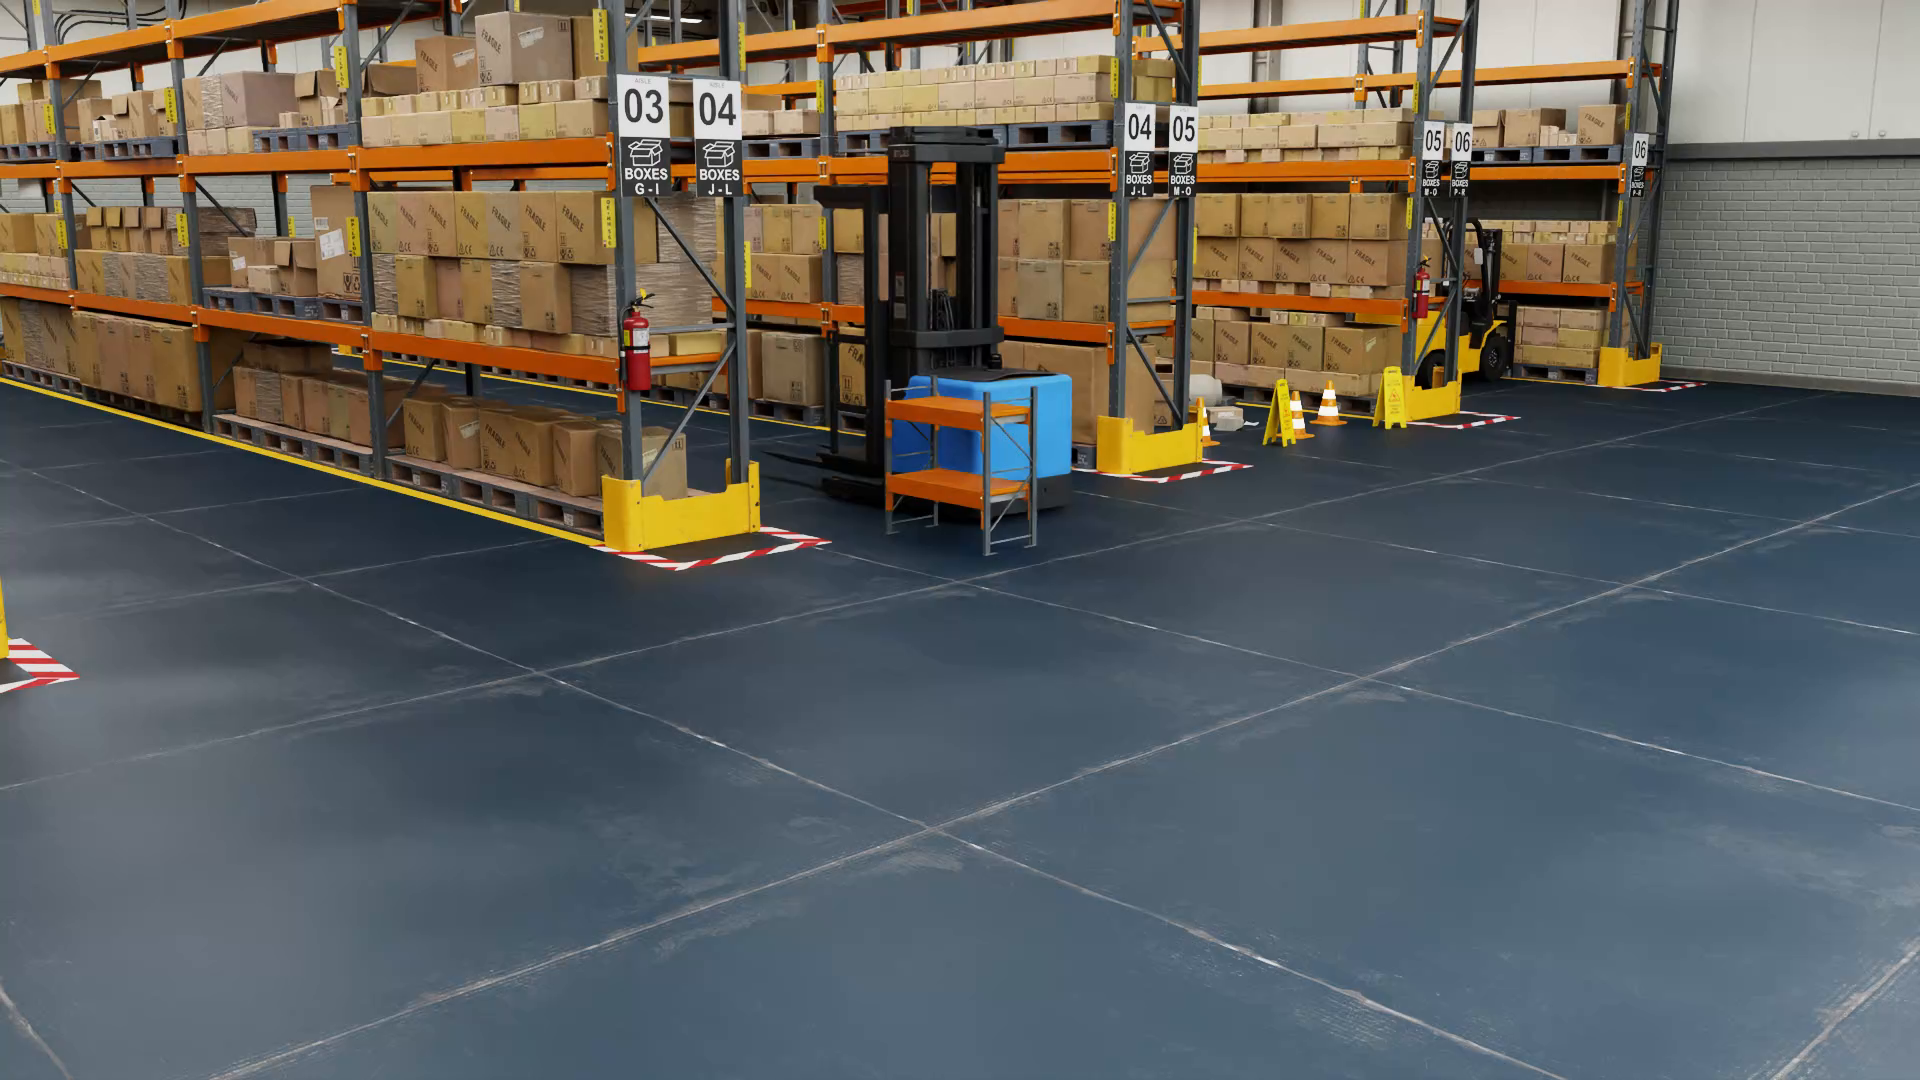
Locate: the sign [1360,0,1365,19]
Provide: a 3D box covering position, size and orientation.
[{"bbox_3d":[5.674,-7.489,23.448,0.100,0.325,0.005,-11,16,-43],"label":"sign"}]

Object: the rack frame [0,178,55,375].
[{"bbox_3d":[-12.984,-3.810,22.968,1.000,3.000,0.127,-11,16,-43],"label":"rack frame"}]

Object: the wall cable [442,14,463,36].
[{"bbox_3d":[-9.948,-8.920,32.905,0.463,3.000,0.029,-11,16,-43],"label":"wall cable"}]

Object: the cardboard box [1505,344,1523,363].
[{"bbox_3d":[7.592,-2.579,22.771,0.500,0.250,0.500,-11,16,-42],"label":"cardboard box"}]

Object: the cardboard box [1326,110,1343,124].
[{"bbox_3d":[4.308,-4.722,18.611,0.380,0.149,0.250,-11,16,-42],"label":"cardboard box"}]

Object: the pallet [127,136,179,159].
[{"bbox_3d":[-7.942,-4.105,17.438,1.213,0.211,1.003,-10,15,-40],"label":"pallet"}]

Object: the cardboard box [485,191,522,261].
[{"bbox_3d":[-3.186,-2.350,12.422,0.500,0.500,0.500,-11,16,-43],"label":"cardboard box"}]

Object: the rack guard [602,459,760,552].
[{"bbox_3d":[-1.987,-0.261,11.940,1.175,0.500,0.348,-11,16,-43],"label":"rack guard"}]

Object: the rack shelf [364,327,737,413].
[{"bbox_3d":[-3.315,-1.414,13.124,1.077,0.370,4.000,-11,16,-43],"label":"rack shelf"}]

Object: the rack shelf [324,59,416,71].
[{"bbox_3d":[-7.945,-6.778,24.302,1.077,0.370,4.000,-11,16,-43],"label":"rack shelf"}]

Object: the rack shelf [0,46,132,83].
[{"bbox_3d":[-11.602,-5.908,21.059,1.077,0.370,4.000,-11,16,-43],"label":"rack shelf"}]

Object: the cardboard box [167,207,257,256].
[{"bbox_3d":[-7.952,-3.291,17.719,0.797,0.503,0.637,-10,15,-41],"label":"cardboard box"}]

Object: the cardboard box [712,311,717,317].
[{"bbox_3d":[-4.029,-3.795,28.205,0.875,0.438,0.875,11,16,43],"label":"cardboard box"}]

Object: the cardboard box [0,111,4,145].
[{"bbox_3d":[-12.284,-5.415,21.791,0.500,0.500,0.700,11,16,43],"label":"cardboard box"}]

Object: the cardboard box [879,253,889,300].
[{"bbox_3d":[-0.380,-2.679,17.108,0.875,0.550,0.550,-11,16,-43],"label":"cardboard box"}]

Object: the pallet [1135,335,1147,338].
[{"bbox_3d":[2.808,-3.464,28.200,1.003,0.211,1.213,-11,16,-43],"label":"pallet"}]

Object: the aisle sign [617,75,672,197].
[{"bbox_3d":[-2.108,-2.697,11.125,0.394,0.787,0.004,-11,16,-43],"label":"aisle sign"}]

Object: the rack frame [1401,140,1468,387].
[{"bbox_3d":[5.233,-2.855,18.337,1.000,3.000,0.127,-11,16,-43],"label":"rack frame"}]

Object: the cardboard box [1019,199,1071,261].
[{"bbox_3d":[1.048,-2.880,15.410,0.875,0.550,0.550,-11,16,-43],"label":"cardboard box"}]

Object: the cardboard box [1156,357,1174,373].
[{"bbox_3d":[2.683,-2.174,20.805,0.500,0.250,0.500,11,16,43],"label":"cardboard box"}]

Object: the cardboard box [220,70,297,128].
[{"bbox_3d":[-6.620,-4.154,15.718,0.500,0.500,0.500,11,16,44],"label":"cardboard box"}]

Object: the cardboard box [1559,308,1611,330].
[{"bbox_3d":[8.277,-2.920,21.947,0.500,0.250,0.500,-10,15,-41],"label":"cardboard box"}]

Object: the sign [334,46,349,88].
[{"bbox_3d":[-5.096,-3.896,13.695,0.100,0.325,0.005,-11,16,-43],"label":"sign"}]

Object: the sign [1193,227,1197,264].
[{"bbox_3d":[2.128,-2.690,15.193,0.100,0.325,0.005,-11,16,-43],"label":"sign"}]

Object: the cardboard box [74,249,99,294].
[{"bbox_3d":[-10.084,-3.173,19.630,0.500,0.500,0.500,-11,16,-42],"label":"cardboard box"}]

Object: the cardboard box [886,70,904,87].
[{"bbox_3d":[-0.507,-4.514,16.314,0.380,0.149,0.250,-11,16,-43],"label":"cardboard box"}]

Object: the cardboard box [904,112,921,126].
[{"bbox_3d":[-0.330,-4.087,16.214,0.380,0.149,0.250,-11,16,-43],"label":"cardboard box"}]

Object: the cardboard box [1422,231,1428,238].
[{"bbox_3d":[6.585,-4.297,23.478,0.380,0.149,0.250,-10,16,-41],"label":"cardboard box"}]

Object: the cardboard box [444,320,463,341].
[{"bbox_3d":[-3.885,-1.683,13.269,0.380,0.149,0.250,-11,16,-43],"label":"cardboard box"}]

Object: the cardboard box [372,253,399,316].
[{"bbox_3d":[-4.431,-2.179,14.067,0.875,0.500,0.500,-11,16,-43],"label":"cardboard box"}]

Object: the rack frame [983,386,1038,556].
[{"bbox_3d":[0.346,-0.478,11.443,0.500,1.125,0.032,-11,16,-43],"label":"rack frame"}]

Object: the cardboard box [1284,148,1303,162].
[{"bbox_3d":[3.920,-4.405,19.050,0.250,0.149,0.380,11,16,44],"label":"cardboard box"}]

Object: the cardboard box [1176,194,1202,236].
[{"bbox_3d":[2.955,-3.952,20.195,0.700,0.500,0.500,-11,16,-42],"label":"cardboard box"}]

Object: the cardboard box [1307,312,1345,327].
[{"bbox_3d":[4.189,-2.524,19.037,0.380,0.149,0.250,-10,15,-41],"label":"cardboard box"}]

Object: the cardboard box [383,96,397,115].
[{"bbox_3d":[-4.462,-3.529,13.559,0.250,0.149,0.380,11,16,42],"label":"cardboard box"}]

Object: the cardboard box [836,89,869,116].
[{"bbox_3d":[-0.904,-4.420,16.845,0.500,0.250,0.500,-11,16,-42],"label":"cardboard box"}]

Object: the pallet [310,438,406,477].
[{"bbox_3d":[-5.235,-0.806,15.300,1.003,0.211,1.213,-11,16,-43],"label":"pallet"}]

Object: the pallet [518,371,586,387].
[{"bbox_3d":[-5.179,-2.245,22.285,1.003,0.211,1.213,-11,16,-43],"label":"pallet"}]

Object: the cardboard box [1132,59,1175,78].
[{"bbox_3d":[1.723,-4.235,14.959,0.380,0.149,0.250,-11,16,-42],"label":"cardboard box"}]

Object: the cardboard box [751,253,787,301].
[{"bbox_3d":[-1.942,-2.896,18.288,0.500,0.500,0.500,-11,16,-43],"label":"cardboard box"}]

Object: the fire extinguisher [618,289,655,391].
[{"bbox_3d":[-2.189,-1.356,11.249,0.296,0.674,0.183,-11,16,-43],"label":"fire extinguisher"}]

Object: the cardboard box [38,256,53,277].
[{"bbox_3d":[-11.075,-3.401,20.620,0.500,0.250,0.500,-10,15,-41],"label":"cardboard box"}]

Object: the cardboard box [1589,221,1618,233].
[{"bbox_3d":[8.421,-4.083,21.703,0.380,0.149,0.250,-11,16,-42],"label":"cardboard box"}]

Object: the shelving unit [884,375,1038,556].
[{"bbox_3d":[-0.005,-0.552,11.803,0.538,1.125,1.048,-11,16,-43],"label":"shelving unit"}]

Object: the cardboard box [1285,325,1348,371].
[{"bbox_3d":[4.128,-2.238,19.255,0.500,0.500,0.500,-10,15,-40],"label":"cardboard box"}]

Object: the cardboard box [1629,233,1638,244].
[{"bbox_3d":[8.774,-4.000,22.037,0.250,0.149,0.380,11,16,44],"label":"cardboard box"}]

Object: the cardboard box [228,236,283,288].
[{"bbox_3d":[-7.057,-2.823,16.893,0.500,0.500,0.500,9,15,38],"label":"cardboard box"}]

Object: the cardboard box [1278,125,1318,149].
[{"bbox_3d":[3.977,-4.583,18.921,0.500,0.250,0.500,-10,16,-41],"label":"cardboard box"}]

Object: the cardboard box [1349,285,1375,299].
[{"bbox_3d":[4.565,-2.779,18.587,0.380,0.149,0.250,-11,16,-43],"label":"cardboard box"}]

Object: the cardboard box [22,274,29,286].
[{"bbox_3d":[-11.732,-3.326,21.246,0.380,0.149,0.250,-11,16,-42],"label":"cardboard box"}]

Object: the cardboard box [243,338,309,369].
[{"bbox_3d":[-6.975,-1.907,16.979,0.500,0.250,0.500,-10,15,-40],"label":"cardboard box"}]

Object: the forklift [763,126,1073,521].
[{"bbox_3d":[-0.477,-1.813,13.447,1.130,2.935,3.031,-10,15,-41],"label":"forklift"}]

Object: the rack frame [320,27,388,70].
[{"bbox_3d":[-9.327,-7.424,25.646,1.000,3.000,0.127,-11,16,-43],"label":"rack frame"}]

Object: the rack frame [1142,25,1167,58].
[{"bbox_3d":[3.296,-7.653,26.759,1.000,3.000,0.127,-11,16,-43],"label":"rack frame"}]

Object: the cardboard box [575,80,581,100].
[{"bbox_3d":[-2.447,-3.117,11.556,0.250,0.149,0.380,11,16,43],"label":"cardboard box"}]

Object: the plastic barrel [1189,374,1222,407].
[{"bbox_3d":[2.712,-1.684,19.036,0.512,0.421,0.421,-1,12,-4],"label":"plastic barrel"}]
